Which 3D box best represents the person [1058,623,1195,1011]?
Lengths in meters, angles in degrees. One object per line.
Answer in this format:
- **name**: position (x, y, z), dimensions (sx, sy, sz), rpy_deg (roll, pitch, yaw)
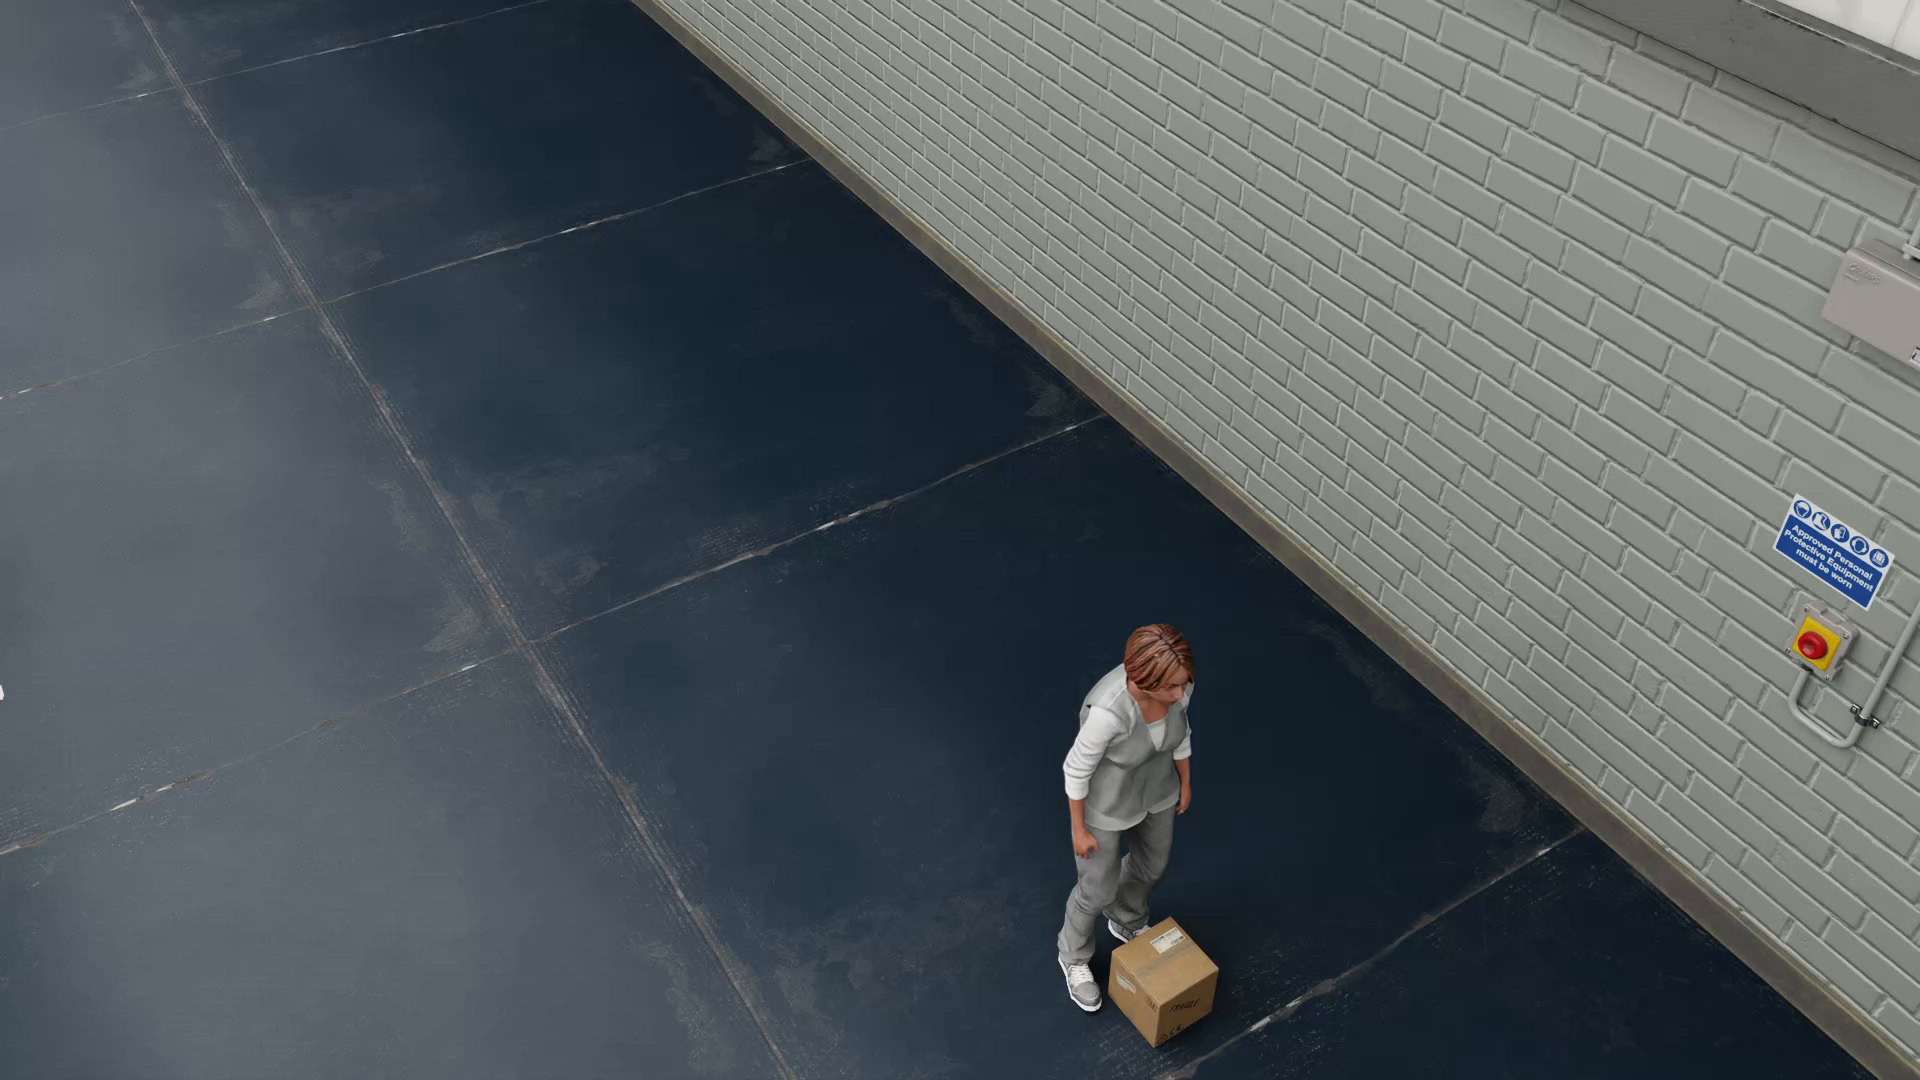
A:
- **person**: position (0.529, 0.830, 5.224), dimensions (0.460, 1.592, 0.344), rpy_deg (-23, 46, -24)
